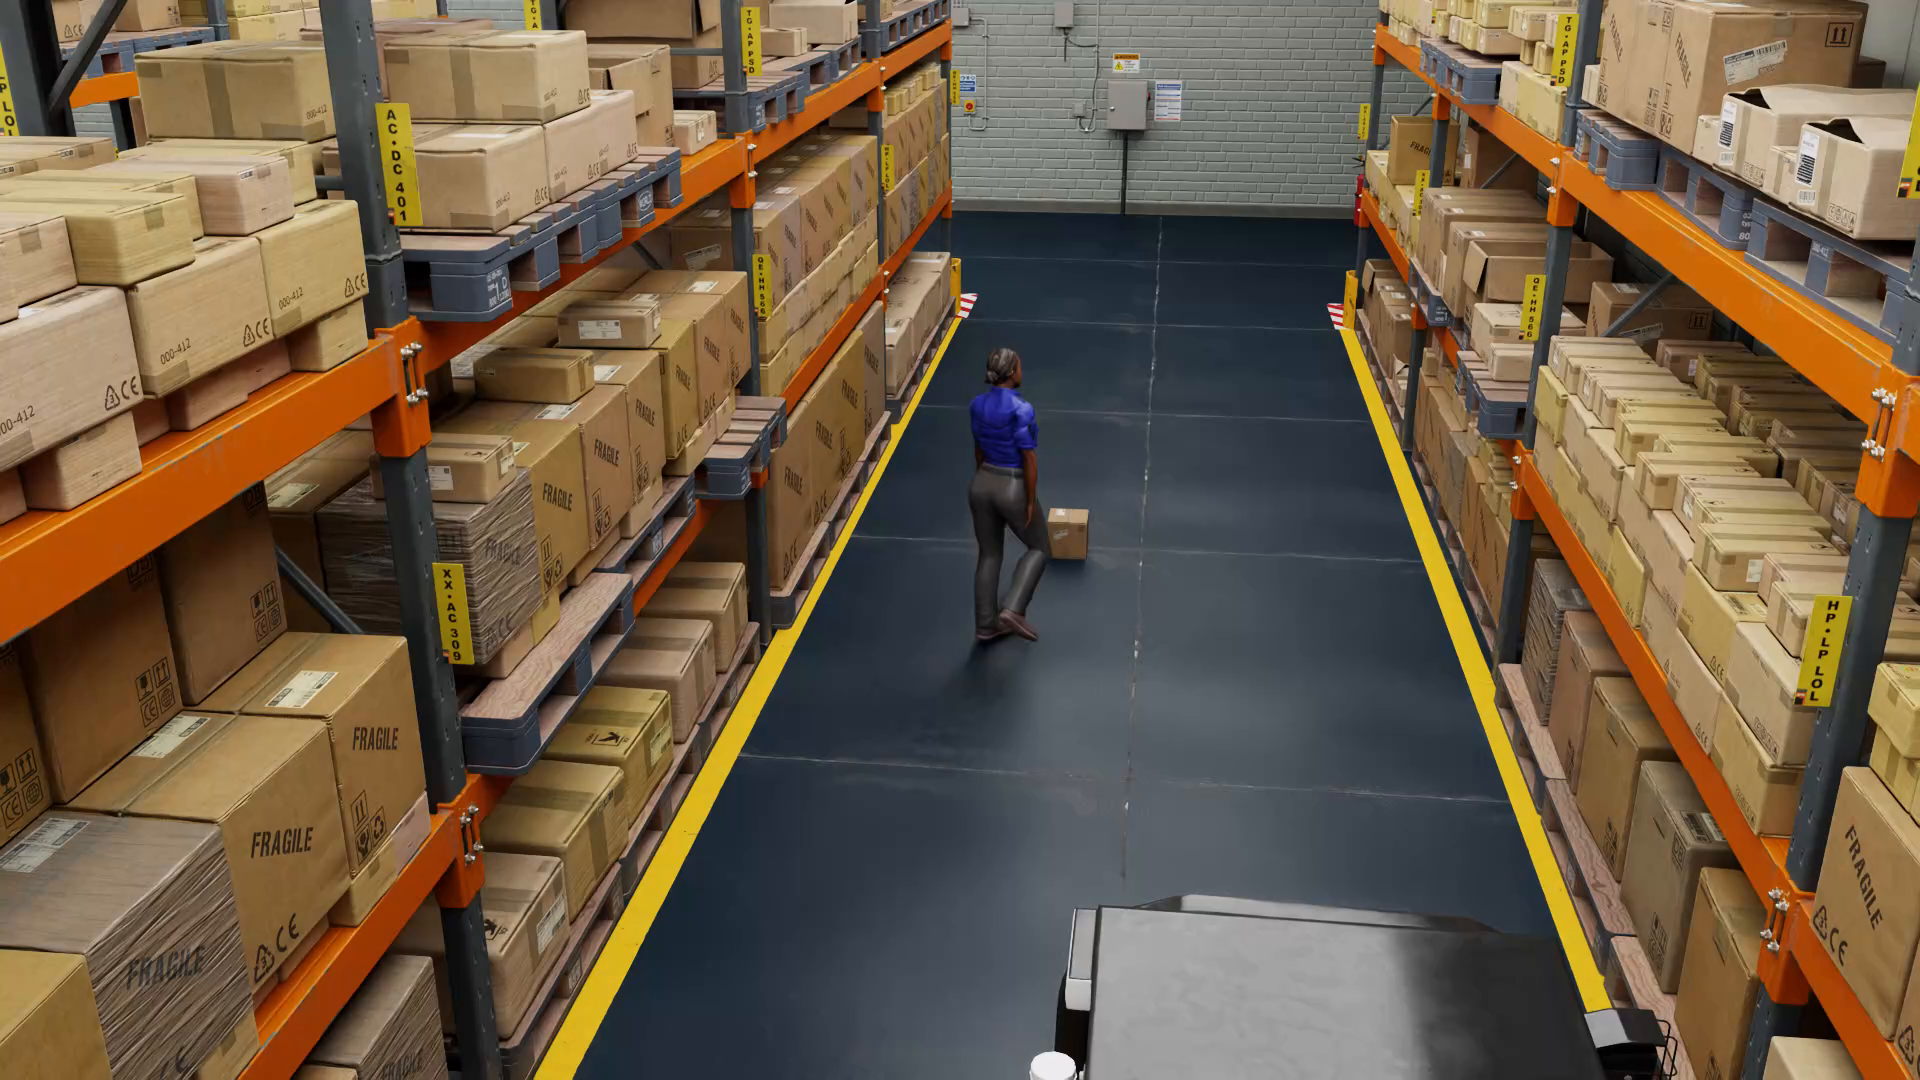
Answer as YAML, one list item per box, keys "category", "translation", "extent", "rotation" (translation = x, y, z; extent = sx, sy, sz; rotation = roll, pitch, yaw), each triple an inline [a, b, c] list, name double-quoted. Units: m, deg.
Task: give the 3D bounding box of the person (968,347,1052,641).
- category: "person"
  translation: [0.252, -0.235, 9.160]
  extent: [0.522, 1.641, 0.470]
  rotation: [14, 25, 32]
